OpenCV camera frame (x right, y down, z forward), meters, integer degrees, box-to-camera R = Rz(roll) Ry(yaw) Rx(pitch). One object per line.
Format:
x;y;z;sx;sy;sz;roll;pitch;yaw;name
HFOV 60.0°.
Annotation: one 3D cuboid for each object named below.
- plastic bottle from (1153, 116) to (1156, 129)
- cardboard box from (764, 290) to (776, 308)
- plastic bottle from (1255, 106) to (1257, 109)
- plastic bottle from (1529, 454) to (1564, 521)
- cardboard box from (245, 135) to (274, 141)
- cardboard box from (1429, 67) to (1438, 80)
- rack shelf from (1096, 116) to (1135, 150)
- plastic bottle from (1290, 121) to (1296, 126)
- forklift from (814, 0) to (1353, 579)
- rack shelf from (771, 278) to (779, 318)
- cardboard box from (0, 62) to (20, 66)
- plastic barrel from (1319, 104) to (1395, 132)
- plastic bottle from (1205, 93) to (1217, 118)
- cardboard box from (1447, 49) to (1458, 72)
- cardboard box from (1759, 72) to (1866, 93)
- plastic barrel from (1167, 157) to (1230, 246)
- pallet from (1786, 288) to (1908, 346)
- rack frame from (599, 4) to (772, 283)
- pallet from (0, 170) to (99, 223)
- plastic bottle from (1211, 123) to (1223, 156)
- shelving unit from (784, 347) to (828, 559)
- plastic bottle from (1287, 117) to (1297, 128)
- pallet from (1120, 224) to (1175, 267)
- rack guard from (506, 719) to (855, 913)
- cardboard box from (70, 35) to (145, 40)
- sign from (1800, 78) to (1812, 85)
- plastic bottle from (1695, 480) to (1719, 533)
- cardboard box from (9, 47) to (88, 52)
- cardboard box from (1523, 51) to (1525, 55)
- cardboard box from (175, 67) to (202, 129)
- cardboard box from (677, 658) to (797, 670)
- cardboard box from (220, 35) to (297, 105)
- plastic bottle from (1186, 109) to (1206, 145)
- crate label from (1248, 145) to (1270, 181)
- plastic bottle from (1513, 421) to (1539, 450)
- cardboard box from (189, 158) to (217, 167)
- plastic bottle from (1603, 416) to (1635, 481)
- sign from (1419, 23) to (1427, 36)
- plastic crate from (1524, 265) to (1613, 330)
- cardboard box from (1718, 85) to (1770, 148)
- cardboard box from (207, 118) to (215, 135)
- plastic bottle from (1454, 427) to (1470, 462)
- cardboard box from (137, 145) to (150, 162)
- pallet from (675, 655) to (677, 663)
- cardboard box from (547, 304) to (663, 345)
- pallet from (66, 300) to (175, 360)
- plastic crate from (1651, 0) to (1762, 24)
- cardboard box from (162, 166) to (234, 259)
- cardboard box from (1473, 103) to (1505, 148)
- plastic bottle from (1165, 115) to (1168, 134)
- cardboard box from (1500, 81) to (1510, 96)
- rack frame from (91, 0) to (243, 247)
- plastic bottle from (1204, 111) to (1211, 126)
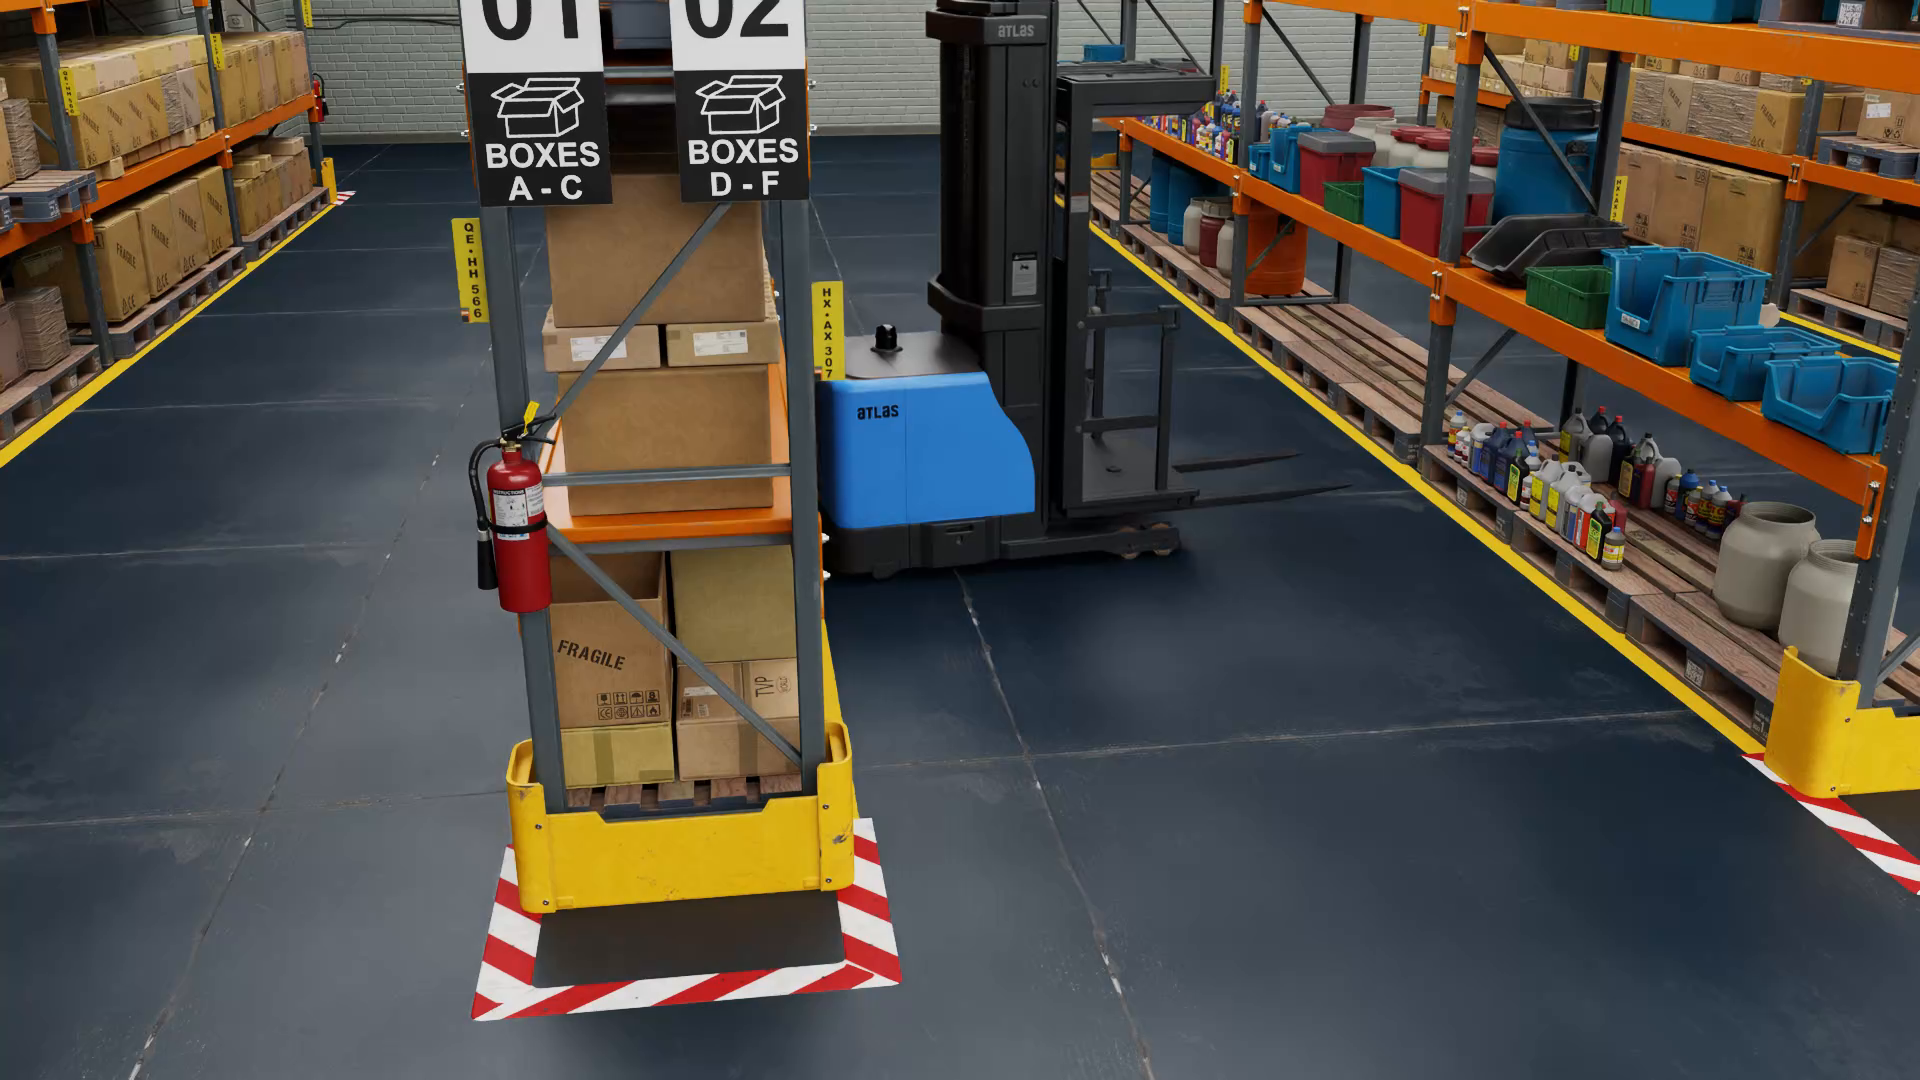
1.942;-4.136;16.287;0.097;0.201;0.097;0;20;0;plastic bottle
-0.860;-0.796;5.990;0.380;0.149;0.250;-3;21;-9;cardboard box
2.751;-4.004;15.827;0.152;0.276;0.135;-3;21;-8;plastic bottle
3.144;-0.293;8.870;0.144;0.351;0.185;-3;21;-8;plastic bottle
-8.200;-4.621;19.347;0.380;0.149;0.250;-3;21;-7;cardboard box
6.245;-5.988;21.320;0.380;0.149;0.250;-3;21;-7;cardboard box
1.908;-4.966;19.253;1.077;0.370;4.000;-3;21;-8;rack shelf
2.914;-3.530;14.564;0.097;0.271;0.097;0;20;0;plastic bottle
0.685;-1.445;8.897;3.031;2.935;1.130;-6;21;-15;forklift
-1.841;-1.947;11.171;1.077;0.370;4.000;-3;21;-8;rack shelf
-7.353;-3.417;12.408;0.500;0.250;0.500;-2;21;-6;cardboard box
3.140;-3.144;13.152;0.600;0.536;0.708;-3;21;-8;plastic barrel
2.510;-4.278;16.454;0.144;0.351;0.185;-3;21;-8;plastic bottle
6.404;-5.955;20.662;0.500;0.250;0.500;-3;21;-8;cardboard box
7.585;-4.246;14.721;0.797;0.503;0.637;-2;21;-6;cardboard box
2.360;-3.390;16.404;0.600;0.901;0.708;-3;21;-8;plastic barrel
7.785;-1.898;13.997;1.003;0.211;1.213;-3;21;-8;pallet
-1.553;-1.592;9.192;1.000;3.000;0.127;-3;21;-8;rack frame
-6.823;-2.395;11.615;1.213;0.211;1.003;-3;21;-8;pallet
2.232;-3.472;14.409;0.097;0.271;0.097;0;20;0;plastic bottle
-0.849;-0.486;8.787;0.258;1.200;0.189;-2;21;-2;shelving unit
2.956;-3.626;14.803;0.061;0.283;0.133;-3;21;-8;plastic bottle
2.266;-3.035;17.040;1.003;0.211;1.213;-3;21;-8;pallet
-0.973;0.972;5.899;1.175;0.500;0.348;-3;21;-8;rack guard
-7.799;-4.485;15.269;0.500;0.250;0.500;-2;21;-6;cardboard box
7.125;-3.989;13.953;0.100;0.325;0.005;-3;21;-8;sign
3.909;-0.180;8.683;0.097;0.271;0.097;0;20;0;plastic bottle
-7.569;-3.950;13.837;0.500;0.250;0.500;-3;21;-9;cardboard box
6.999;-5.808;20.269;0.500;0.250;0.500;-4;21;-10;cardboard box
-7.208;-3.983;14.997;0.500;0.500;0.500;-3;21;-7;cardboard box
-0.909;0.514;6.881;0.500;0.250;0.500;-3;21;-8;cardboard box
-7.985;-5.209;18.446;0.980;0.700;0.700;-3;21;-8;cardboard box
2.146;-3.774;15.104;0.144;0.351;0.185;-3;21;-8;plastic bottle
2.463;-2.982;13.153;0.303;0.233;0.416;-3;21;-8;crate label
3.198;-0.513;9.459;0.144;0.351;0.185;-3;21;-8;plastic bottle
-7.906;-3.918;17.464;0.380;0.149;0.250;-4;21;-9;cardboard box
3.755;-0.531;9.508;0.144;0.351;0.185;-4;21;-10;plastic bottle
5.971;-6.662;21.415;0.100;0.325;0.005;-3;21;-8;sign
3.266;-1.257;8.598;0.450;0.188;0.662;-3;21;-8;plastic crate
7.292;-3.853;15.103;0.500;0.500;0.500;-3;21;-8;cardboard box
-7.278;-3.900;15.701;0.380;0.149;0.250;-3;21;-7;cardboard box
2.976;-0.568;9.821;0.097;0.201;0.097;0;20;0;plastic bottle
-7.081;-3.274;14.025;0.380;0.149;0.250;-3;21;-7;cardboard box
-1.300;0.415;7.803;1.003;0.211;1.213;-3;21;-8;pallet
-1.259;-0.771;5.923;0.380;0.149;0.250;-2;21;-6;cardboard box
-7.070;-1.696;13.456;1.003;0.211;1.213;-3;21;-8;pallet
3.353;-2.498;7.354;0.392;0.384;0.575;-3;21;-8;plastic crate
-7.385;-3.082;15.653;0.750;0.750;0.750;-3;21;-7;cardboard box
6.823;-4.914;20.522;0.875;0.875;0.875;-3;21;-8;cardboard box
2.009;-3.976;15.858;0.097;0.201;0.097;0;20;0;plastic bottle
6.544;-5.277;19.416;0.380;0.149;0.250;-3;21;-9;cardboard box
-7.607;-4.111;15.935;1.000;3.000;0.127;-3;21;-8;rack frame
2.244;-3.756;15.153;0.061;0.283;0.133;-3;21;-8;plastic bottle
